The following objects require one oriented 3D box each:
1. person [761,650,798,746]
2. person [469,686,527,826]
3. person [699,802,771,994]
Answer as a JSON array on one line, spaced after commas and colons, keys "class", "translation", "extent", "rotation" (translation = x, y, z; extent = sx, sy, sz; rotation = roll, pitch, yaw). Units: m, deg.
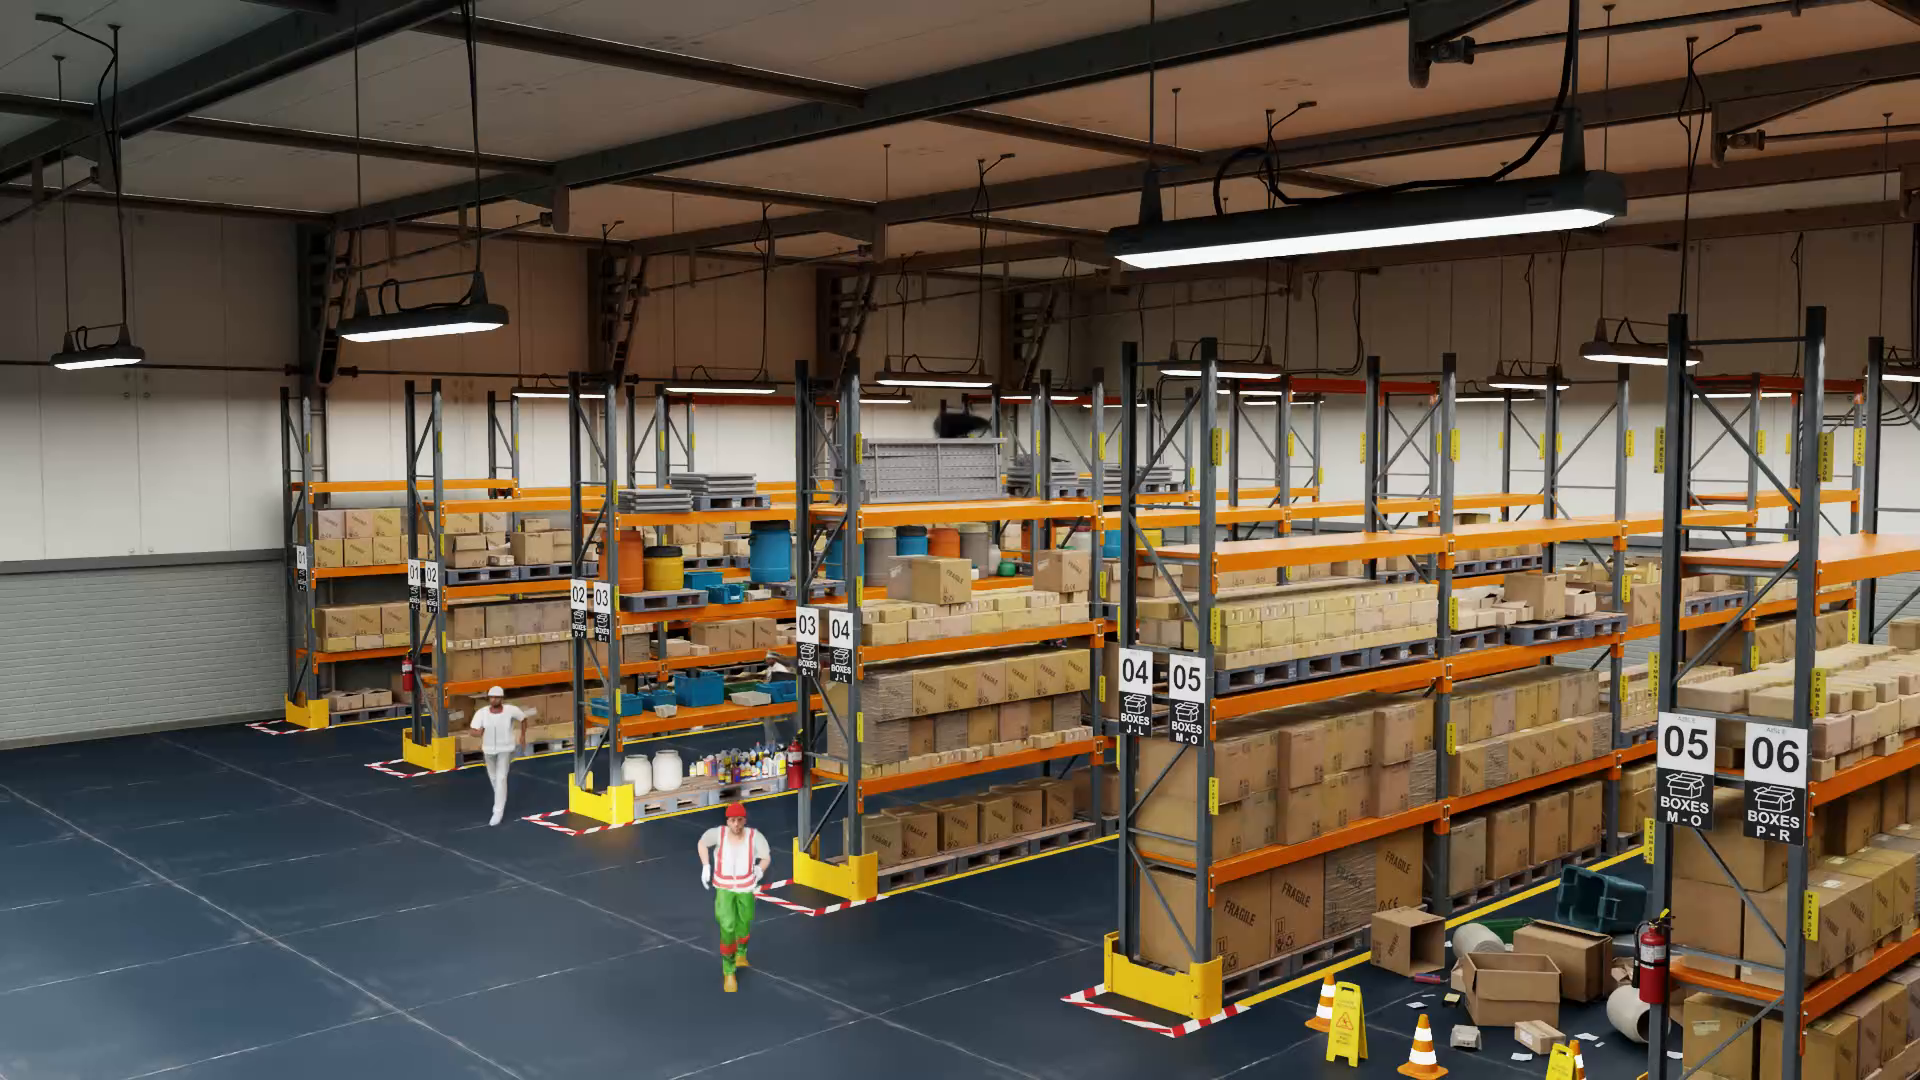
[{"class": "person", "translation": [-2.883, 2.609, 27.238], "extent": [0.573, 1.690, 0.925], "rotation": [3, 5, 43]}, {"class": "person", "translation": [-6.182, 2.831, 22.246], "extent": [0.688, 1.780, 0.949], "rotation": [0, 4, 0]}, {"class": "person", "translation": [-2.117, 3.306, 15.671], "extent": [0.671, 1.776, 0.911], "rotation": [-1, 4, -11]}]
